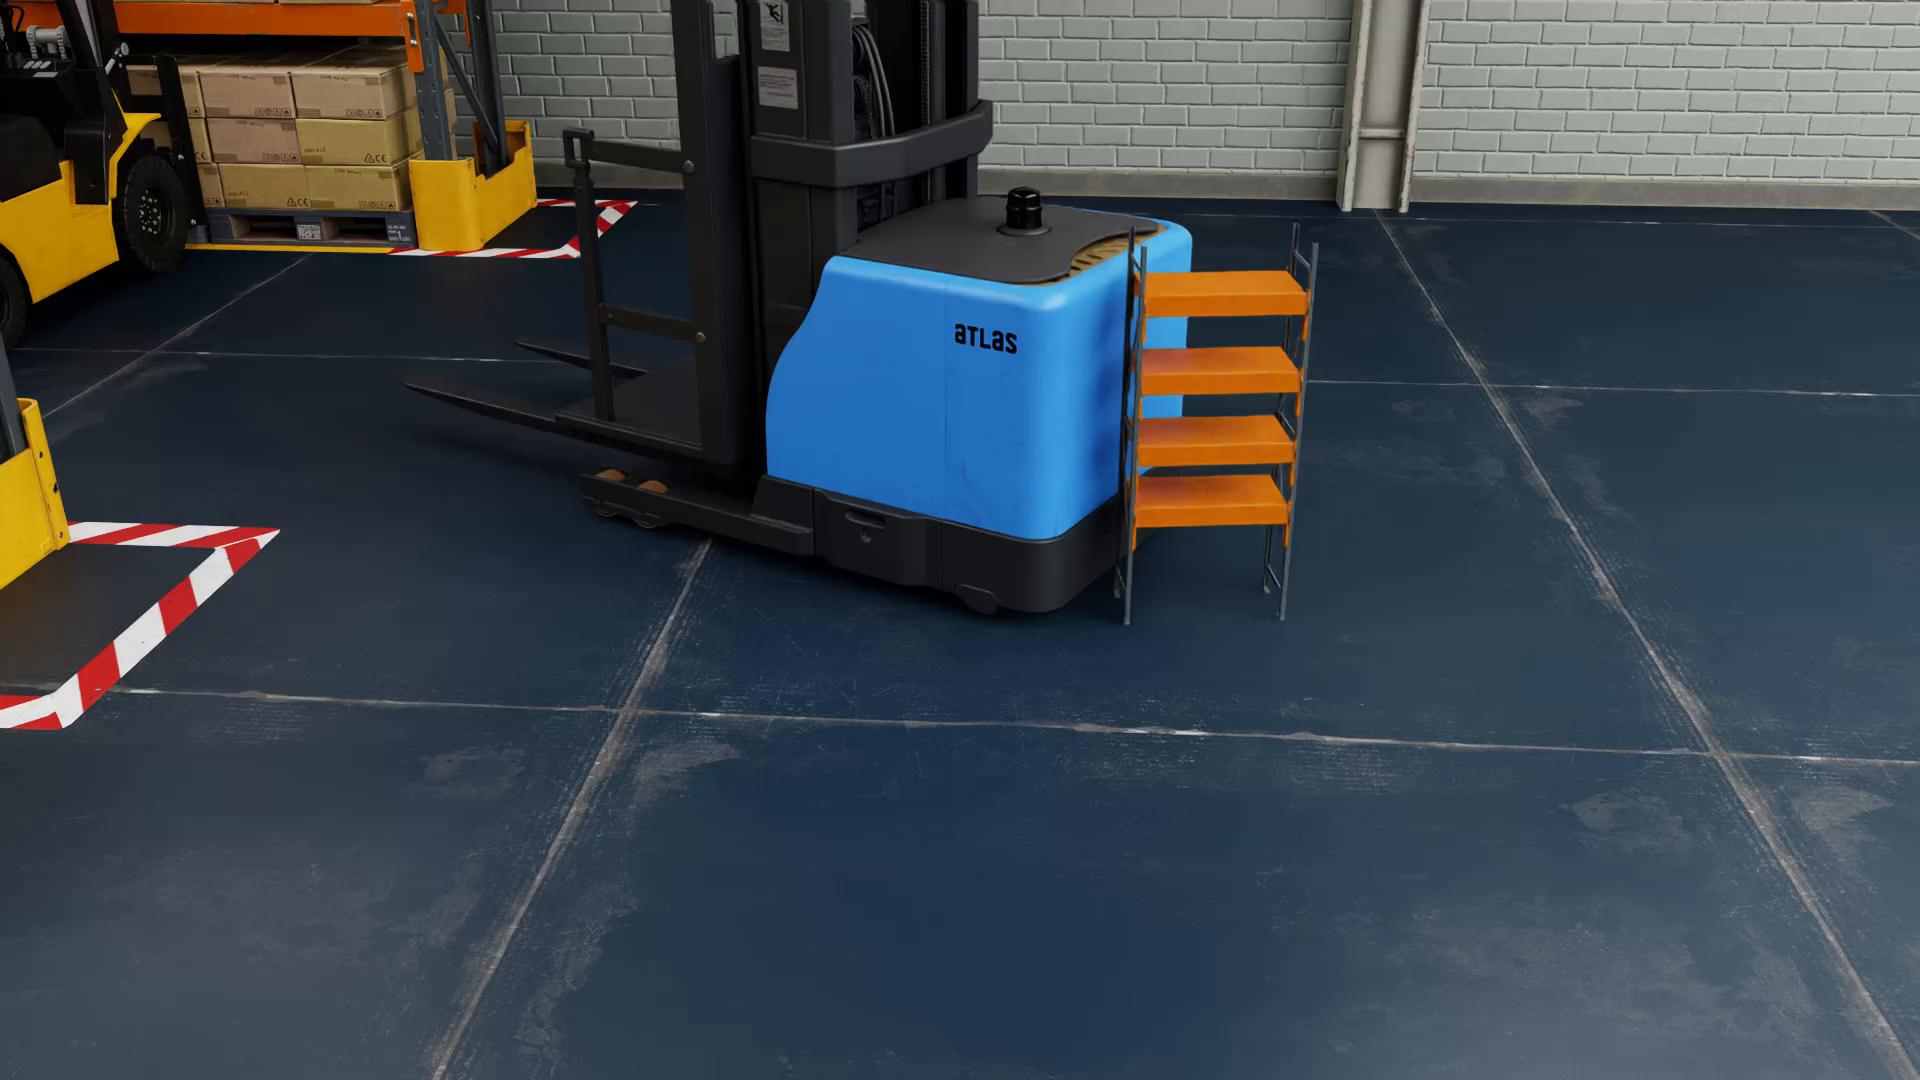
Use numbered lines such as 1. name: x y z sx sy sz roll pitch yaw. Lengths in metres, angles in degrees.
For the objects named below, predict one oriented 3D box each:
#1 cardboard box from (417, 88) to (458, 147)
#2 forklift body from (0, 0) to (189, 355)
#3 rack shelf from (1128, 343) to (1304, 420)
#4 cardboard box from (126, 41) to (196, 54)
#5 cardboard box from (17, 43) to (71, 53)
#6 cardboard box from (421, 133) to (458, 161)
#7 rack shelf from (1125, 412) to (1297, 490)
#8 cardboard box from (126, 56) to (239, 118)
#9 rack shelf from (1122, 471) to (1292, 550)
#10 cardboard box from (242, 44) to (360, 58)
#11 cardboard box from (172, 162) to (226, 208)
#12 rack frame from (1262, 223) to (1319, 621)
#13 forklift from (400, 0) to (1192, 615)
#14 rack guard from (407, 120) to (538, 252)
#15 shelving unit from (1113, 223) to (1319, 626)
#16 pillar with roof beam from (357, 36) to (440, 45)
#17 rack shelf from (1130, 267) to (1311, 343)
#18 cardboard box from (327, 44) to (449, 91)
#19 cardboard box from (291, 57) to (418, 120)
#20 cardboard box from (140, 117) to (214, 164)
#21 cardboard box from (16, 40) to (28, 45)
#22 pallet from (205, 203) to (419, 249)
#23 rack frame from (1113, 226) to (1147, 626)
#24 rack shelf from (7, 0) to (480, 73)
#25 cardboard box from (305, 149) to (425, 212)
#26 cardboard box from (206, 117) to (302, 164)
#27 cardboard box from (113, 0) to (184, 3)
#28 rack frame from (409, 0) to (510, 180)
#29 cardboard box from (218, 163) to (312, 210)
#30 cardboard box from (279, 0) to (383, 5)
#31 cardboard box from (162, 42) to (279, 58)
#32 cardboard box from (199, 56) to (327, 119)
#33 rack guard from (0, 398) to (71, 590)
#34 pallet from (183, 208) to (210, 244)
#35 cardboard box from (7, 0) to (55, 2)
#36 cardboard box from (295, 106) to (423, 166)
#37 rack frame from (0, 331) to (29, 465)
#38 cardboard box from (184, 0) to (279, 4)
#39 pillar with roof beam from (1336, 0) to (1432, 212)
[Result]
1. cardboard box: -3.286 -2.480 9.740 0.500 0.250 0.500 2 25 5
2. forklift body: -4.863 -2.124 7.794 1.214 2.155 2.313 2 25 4
3. rack shelf: 0.755 -0.477 4.977 0.480 0.148 0.258 -2 25 -3
4. cardboard box: -4.804 -2.754 9.737 0.500 0.250 0.500 1 25 3
5. cardboard box: -5.306 -2.767 9.765 0.500 0.250 0.500 2 25 4
6. cardboard box: -3.308 -2.248 9.835 0.500 0.250 0.500 2 25 4
7. rack shelf: 0.755 -0.274 5.071 0.480 0.148 0.258 -2 25 -3
8. cardboard box: -4.329 -2.516 9.220 0.500 0.250 0.500 2 25 5
9. rack shelf: 0.755 -0.093 5.154 0.480 0.148 0.258 -2 25 -3
10. cardboard box: -3.796 -2.714 9.651 0.500 0.250 0.500 2 25 4
11. cardboard box: -4.319 -2.074 9.456 0.500 0.250 0.500 2 25 5
12. rack frame: 0.999 -0.341 5.057 0.015 1.200 0.240 -2 25 -3
13. forklift: -0.752 -1.543 5.597 3.031 2.935 1.130 14 28 28
14. rack guard: -2.809 -2.073 9.658 0.348 0.500 1.175 2 25 4
15. shelving unit: 0.755 -0.335 5.042 0.503 1.200 0.258 -2 25 -3
16. pillar with roof beam: -3.788 -4.539 4.848 0.400 9.000 9.100 2 25 4
17. rack shelf: 0.755 -0.692 4.878 0.480 0.148 0.258 -2 25 -3
18. cardboard box: -3.298 -2.700 9.620 0.500 0.250 0.500 1 25 3
19. cardboard box: -3.316 -2.490 9.164 0.500 0.250 0.500 3 25 6
20. cardboard box: -4.358 -2.292 9.331 0.500 0.250 0.500 1 25 3
21. cardboard box: -5.809 -2.788 9.812 0.500 0.250 0.500 1 25 3
22. pallet: -3.599 -1.950 9.735 1.213 0.211 1.003 2 25 4
23. rack frame: 0.512 -0.328 5.028 0.015 1.200 0.240 -2 25 -3
24. rack shelf: -4.827 -2.947 9.426 4.000 0.370 1.077 2 25 4
25. cardboard box: -3.326 -2.035 9.370 0.500 0.250 0.500 2 25 4
26. cardboard box: -3.842 -2.284 9.315 0.500 0.250 0.500 2 25 3
27. cardboard box: -4.371 -3.198 8.992 0.500 0.500 0.500 1 25 3
28. rack frame: -2.833 -3.210 9.137 0.127 3.000 1.000 2 25 4
29. cardboard box: -3.821 -2.054 9.413 0.500 0.250 0.500 2 25 4
30. cardboard box: -3.344 -3.161 8.912 0.500 0.500 0.500 1 25 3
31. cardboard box: -4.294 -2.735 9.696 0.500 0.250 0.500 2 25 4
32. cardboard box: -3.826 -2.504 9.194 0.500 0.250 0.500 2 25 5
33. rack guard: -3.285 -0.008 5.168 0.348 0.500 1.175 2 25 4
34. pallet: -4.812 -1.990 9.822 1.213 0.211 1.003 2 25 4
35. cardboard box: -4.873 -3.210 9.017 0.500 0.500 0.500 2 25 4
36. cardboard box: -3.342 -2.264 9.270 0.500 0.250 0.500 2 25 3
37. rack frame: -3.209 -1.141 4.640 0.127 3.000 1.000 2 25 4
38. cardboard box: -3.860 -3.182 8.957 0.500 0.500 0.500 3 25 6
39. pillar with roof beam: 2.195 -4.347 4.431 0.400 9.000 9.100 2 25 4
